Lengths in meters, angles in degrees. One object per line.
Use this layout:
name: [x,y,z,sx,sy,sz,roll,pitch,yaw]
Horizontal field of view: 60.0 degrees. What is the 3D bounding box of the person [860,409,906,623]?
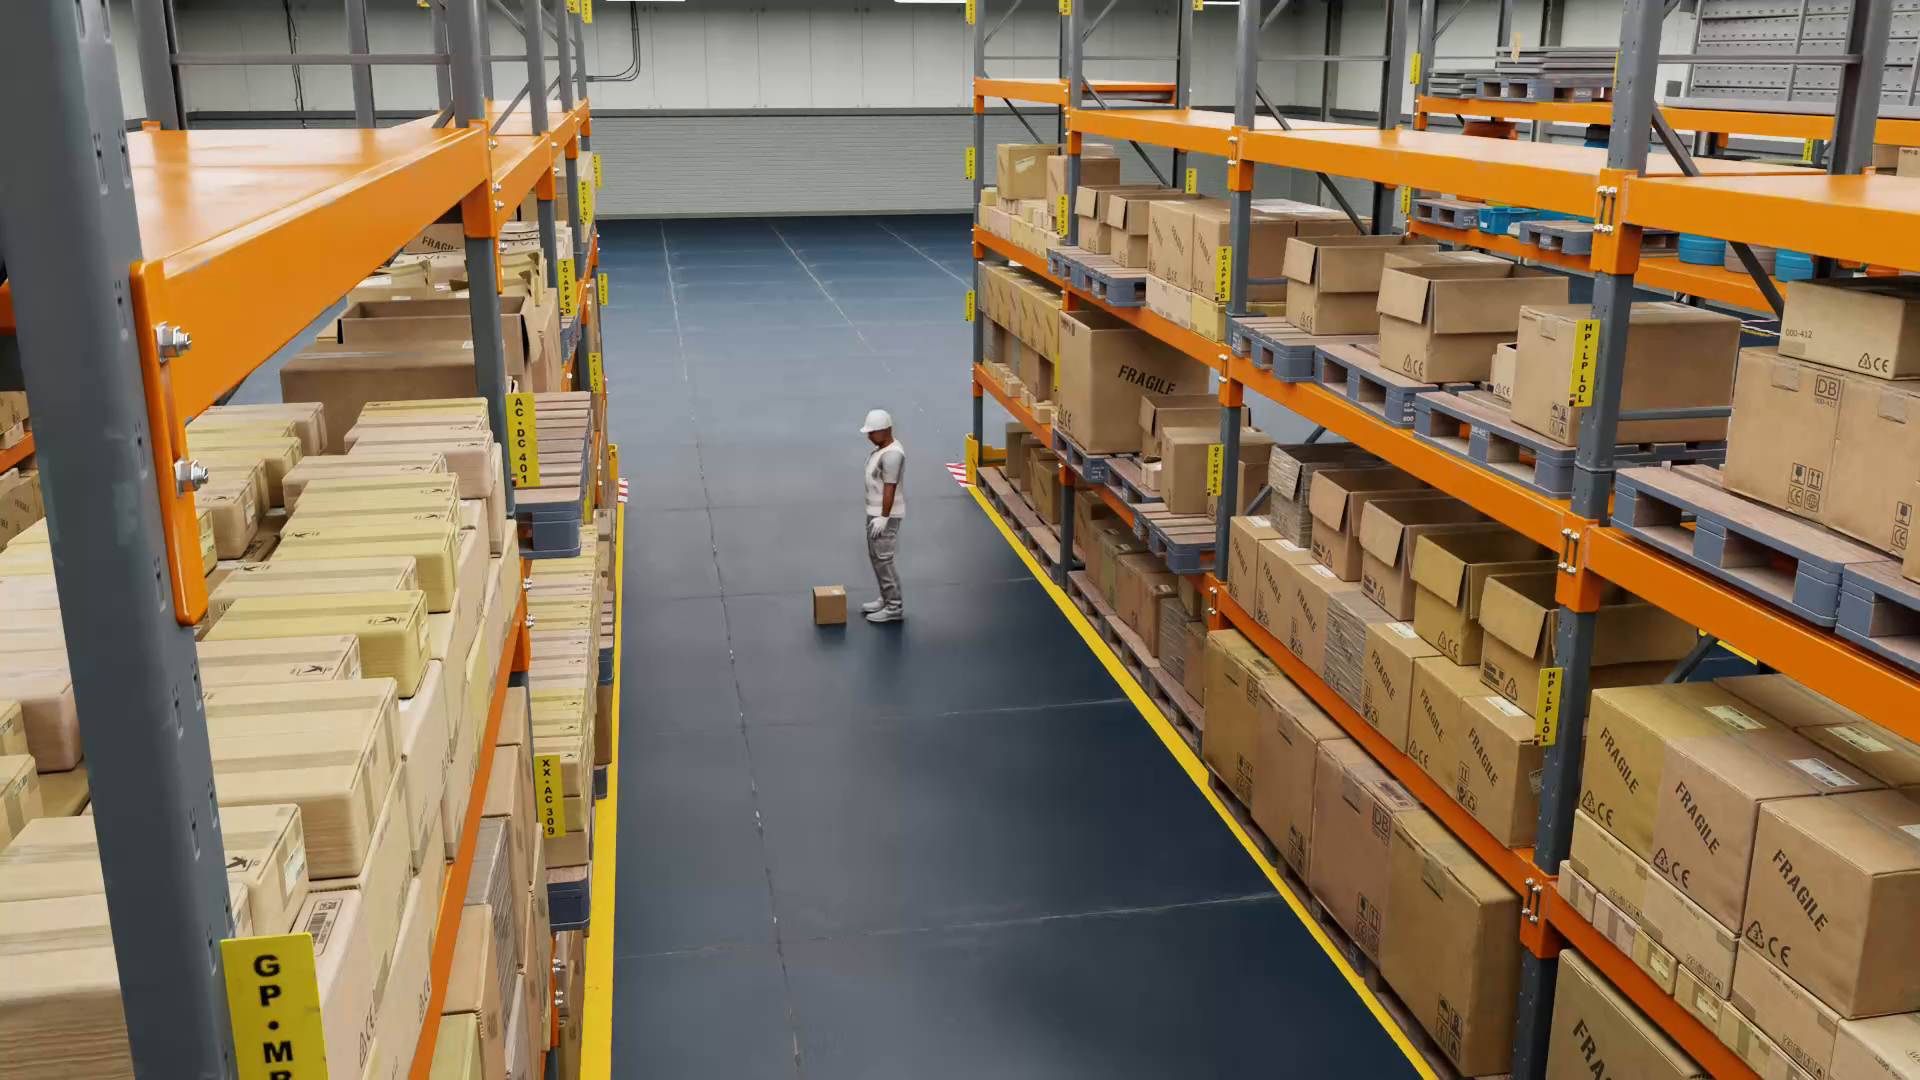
person: [-0.629,-0.209,13.735,0.370,1.772,0.551,-3,16,-9]
